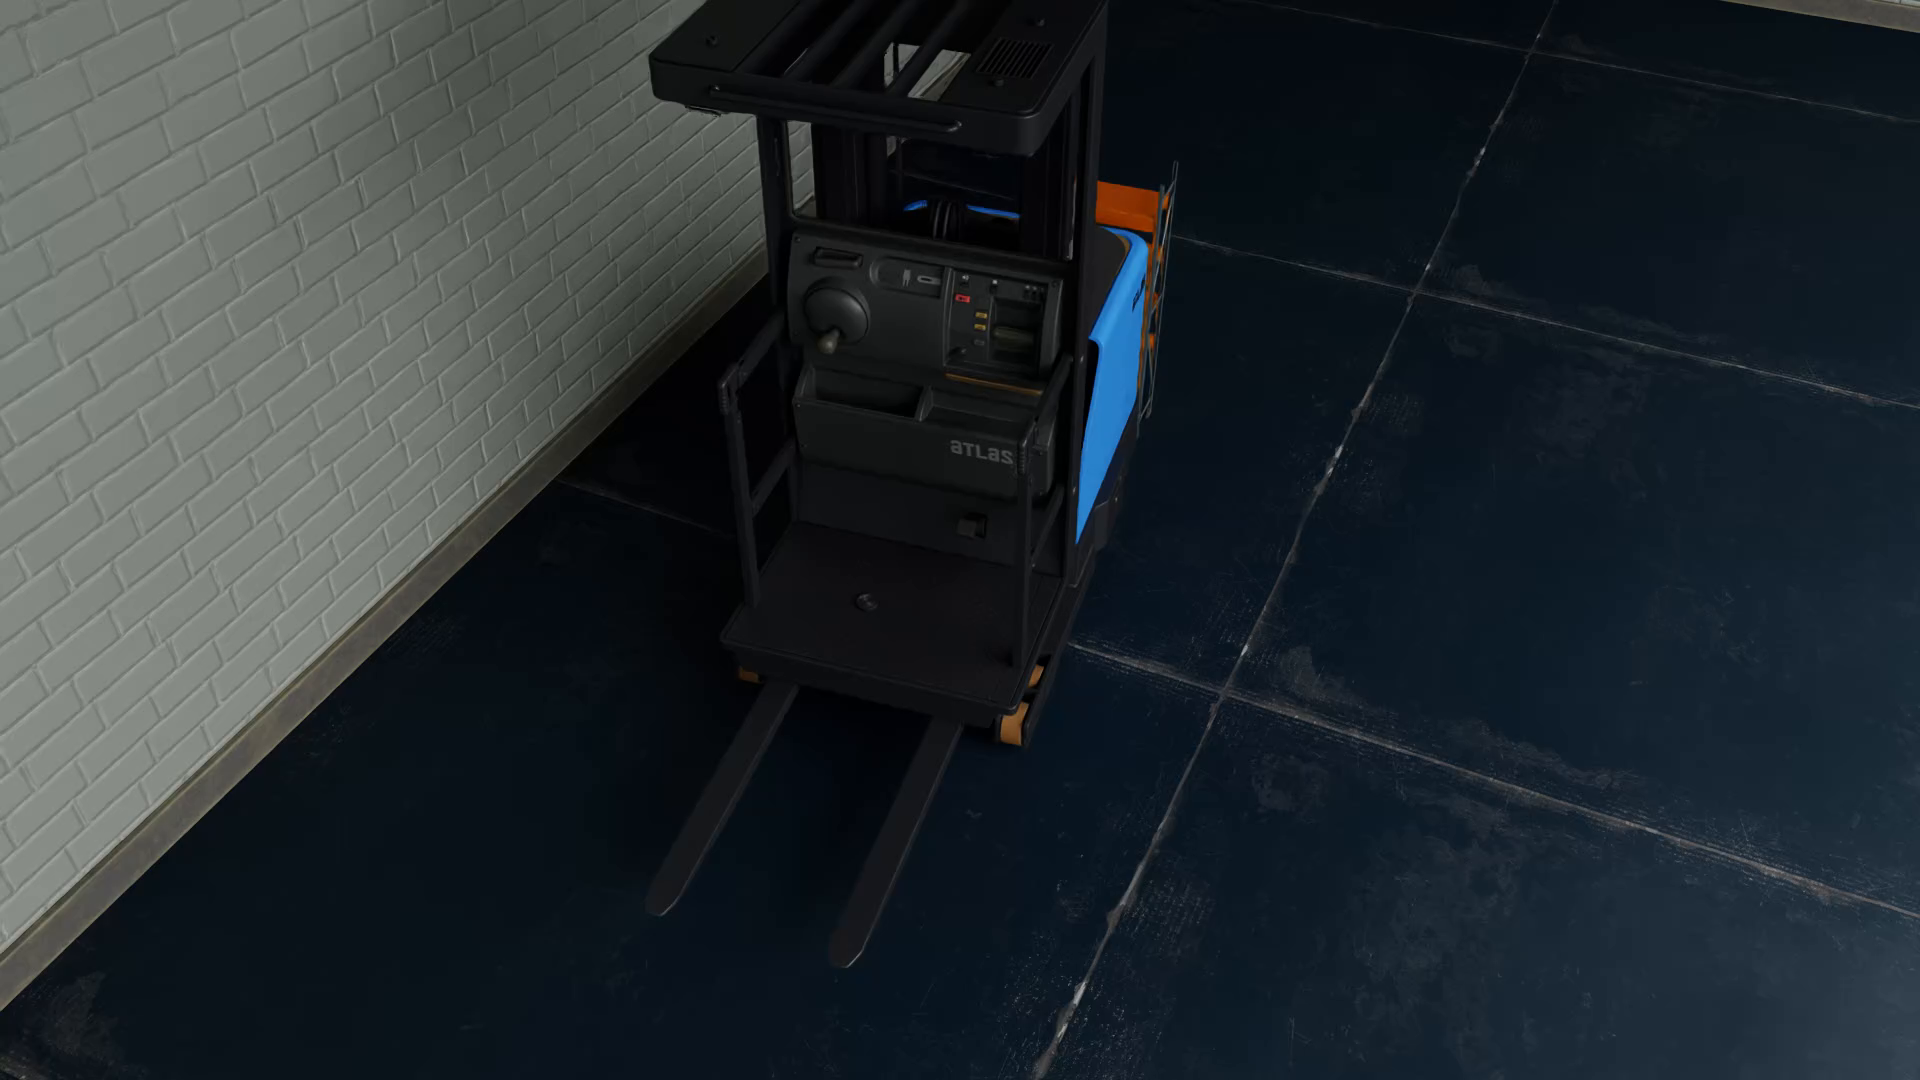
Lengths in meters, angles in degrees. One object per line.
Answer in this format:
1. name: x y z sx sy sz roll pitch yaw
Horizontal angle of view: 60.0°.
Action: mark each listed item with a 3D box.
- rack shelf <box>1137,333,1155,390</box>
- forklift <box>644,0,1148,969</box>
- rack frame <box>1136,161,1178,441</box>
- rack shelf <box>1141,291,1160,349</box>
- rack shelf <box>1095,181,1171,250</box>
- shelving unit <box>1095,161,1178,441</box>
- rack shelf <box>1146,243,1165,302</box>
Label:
1. rack shelf: 0.581 -0.821 7.174 0.480 0.148 0.258 13 39 15
2. forklift: -0.187 -0.676 5.292 1.130 2.935 3.031 12 42 13
3. rack frame: 0.816 -0.976 6.949 0.015 1.200 0.240 13 39 15
4. rack shelf: 0.585 -0.978 7.053 0.480 0.148 0.258 13 39 15
5. rack shelf: 0.595 -1.342 6.772 0.480 0.148 0.258 13 39 15
6. shelving unit: 0.587 -1.031 7.012 0.503 1.200 0.258 13 39 15
7. rack shelf: 0.590 -1.155 6.916 0.480 0.148 0.258 13 39 15
